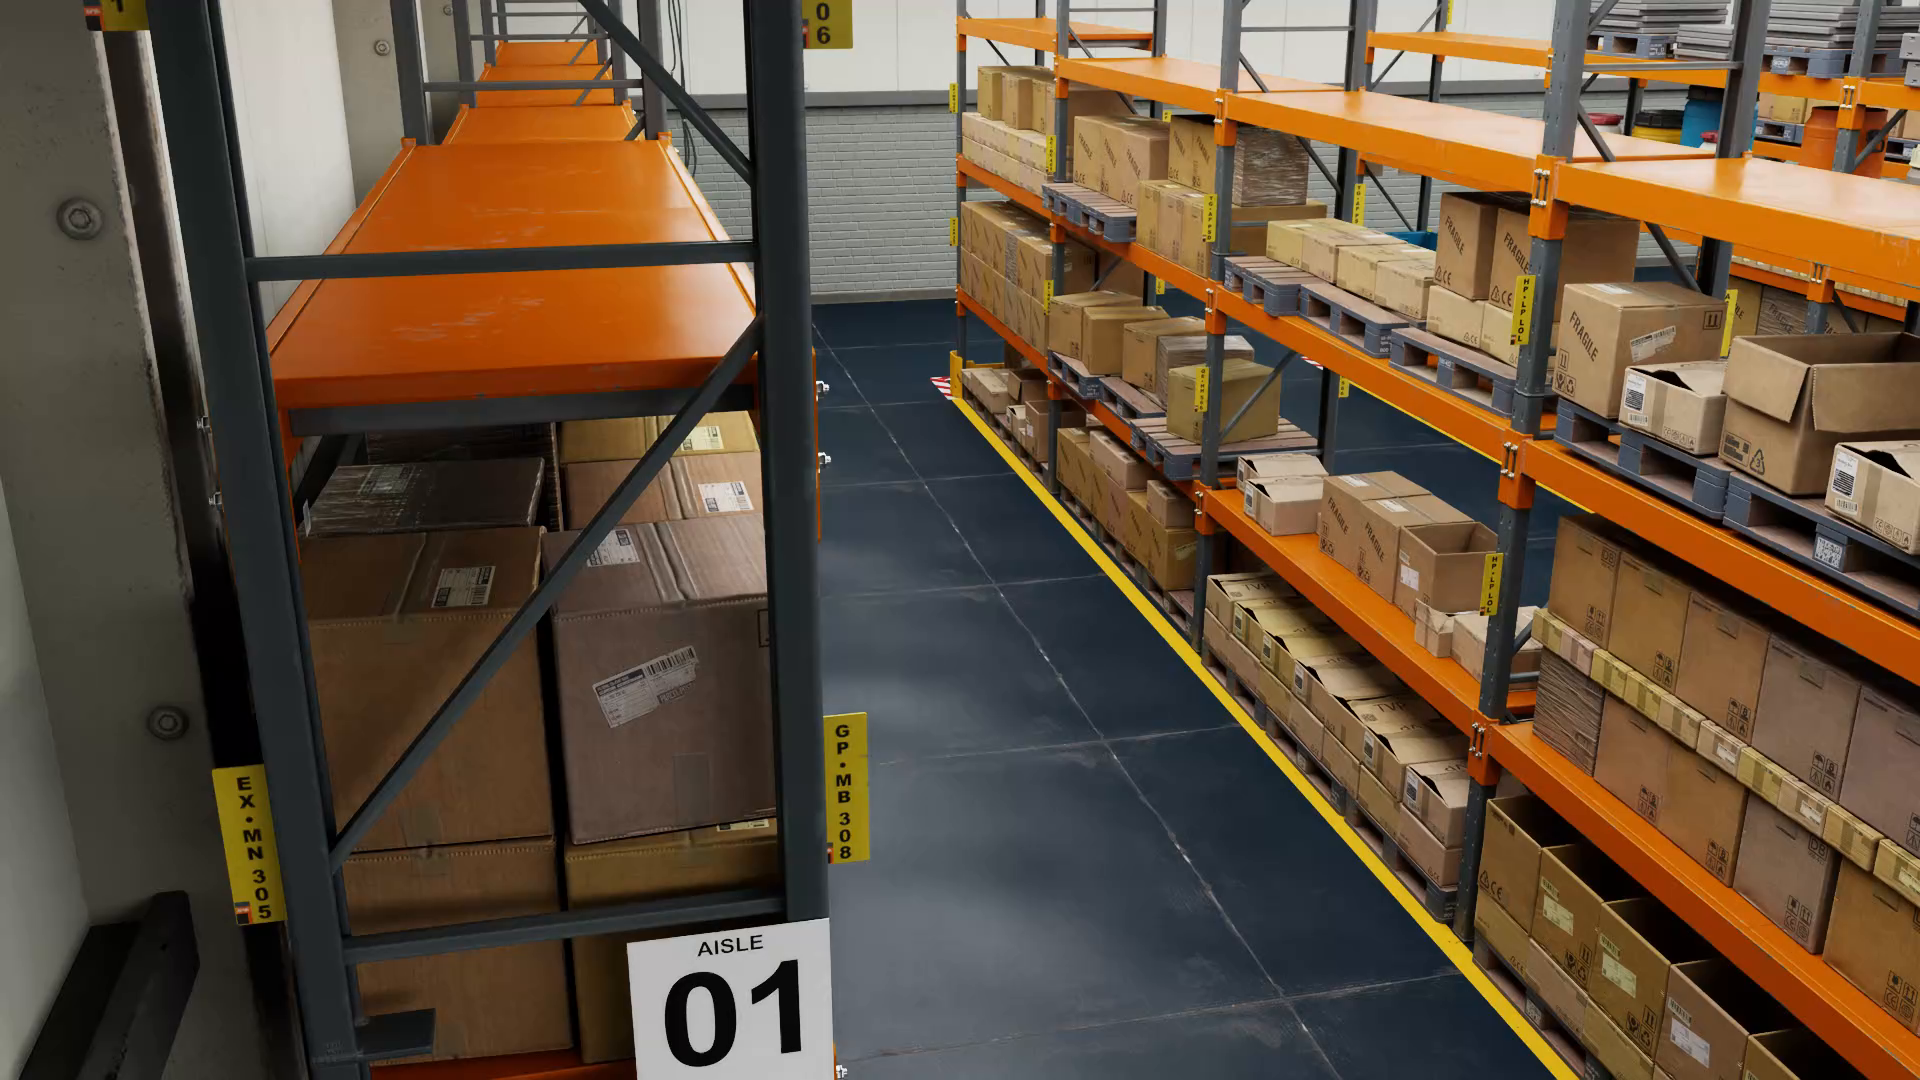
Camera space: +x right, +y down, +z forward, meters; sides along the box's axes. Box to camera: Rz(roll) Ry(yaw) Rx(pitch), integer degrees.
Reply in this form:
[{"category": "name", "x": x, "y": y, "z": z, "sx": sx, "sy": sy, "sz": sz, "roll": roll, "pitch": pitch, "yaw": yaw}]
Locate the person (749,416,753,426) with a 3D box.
[{"category": "person", "x": 8.093, "y": -0.459, "z": 11.511, "sx": 15.442, "sy": 3.204, "sz": 15.978, "roll": -9, "pitch": 21, "yaw": -24}]
